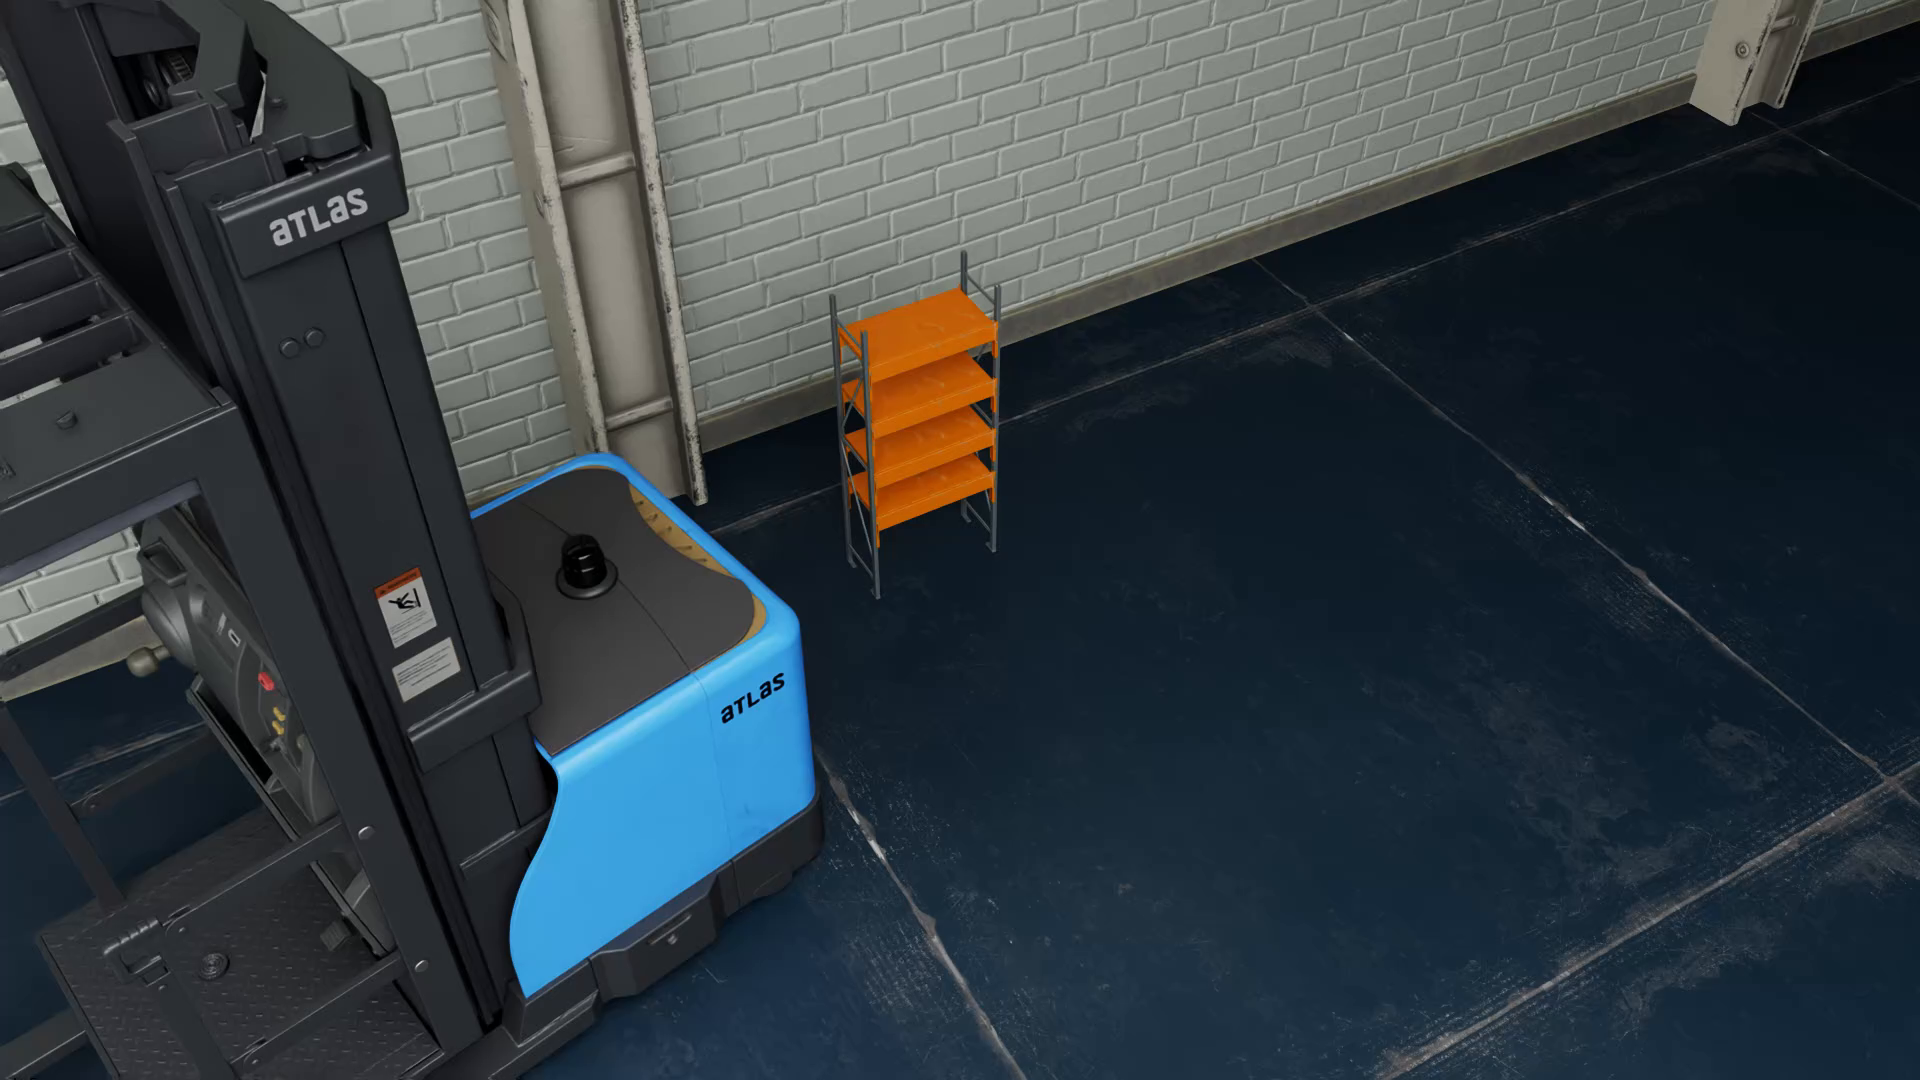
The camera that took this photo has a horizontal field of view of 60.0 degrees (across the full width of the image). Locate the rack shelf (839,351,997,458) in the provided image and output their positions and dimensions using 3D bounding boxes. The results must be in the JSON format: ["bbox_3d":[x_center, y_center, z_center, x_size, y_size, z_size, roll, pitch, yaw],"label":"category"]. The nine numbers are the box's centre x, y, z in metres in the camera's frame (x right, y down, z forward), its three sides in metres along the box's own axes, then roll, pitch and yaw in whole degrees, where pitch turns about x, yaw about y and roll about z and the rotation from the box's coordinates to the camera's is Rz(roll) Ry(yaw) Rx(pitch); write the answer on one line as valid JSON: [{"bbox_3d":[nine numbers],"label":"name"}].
[{"bbox_3d":[-0.144,-0.485,5.664,0.480,0.148,0.258,-22,48,-21],"label":"rack shelf"}]

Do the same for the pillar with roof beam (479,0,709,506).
[{"bbox_3d":[0.932,-0.803,0.616,0.400,9.000,9.100,-22,48,-21],"label":"pillar with roof beam"}]

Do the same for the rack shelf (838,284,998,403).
[{"bbox_3d":[-0.144,-0.655,5.499,0.480,0.148,0.258,-22,48,-21],"label":"rack shelf"}]

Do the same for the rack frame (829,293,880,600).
[{"bbox_3d":[-0.355,-0.288,5.686,0.015,1.200,0.240,-22,48,-21],"label":"rack frame"}]

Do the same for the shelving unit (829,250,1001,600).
[{"bbox_3d":[-0.144,-0.373,5.773,0.503,1.200,0.258,-22,48,-21],"label":"shelving unit"}]

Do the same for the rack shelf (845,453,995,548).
[{"bbox_3d":[-0.144,-0.182,5.958,0.480,0.148,0.258,-22,48,-21],"label":"rack shelf"}]

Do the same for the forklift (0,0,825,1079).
[{"bbox_3d":[-1.857,0.361,3.774,3.031,2.935,1.130,-32,52,-28],"label":"forklift"}]

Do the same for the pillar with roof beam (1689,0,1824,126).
[{"bbox_3d":[6.134,-2.884,2.761,0.400,9.000,9.100,-22,48,-21],"label":"pillar with roof beam"}]

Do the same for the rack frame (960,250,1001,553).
[{"bbox_3d":[0.068,-0.458,5.860,0.015,1.200,0.240,-22,48,-21],"label":"rack frame"}]

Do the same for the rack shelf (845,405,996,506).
[{"bbox_3d":[-0.144,-0.325,5.820,0.480,0.148,0.258,-22,48,-21],"label":"rack shelf"}]
